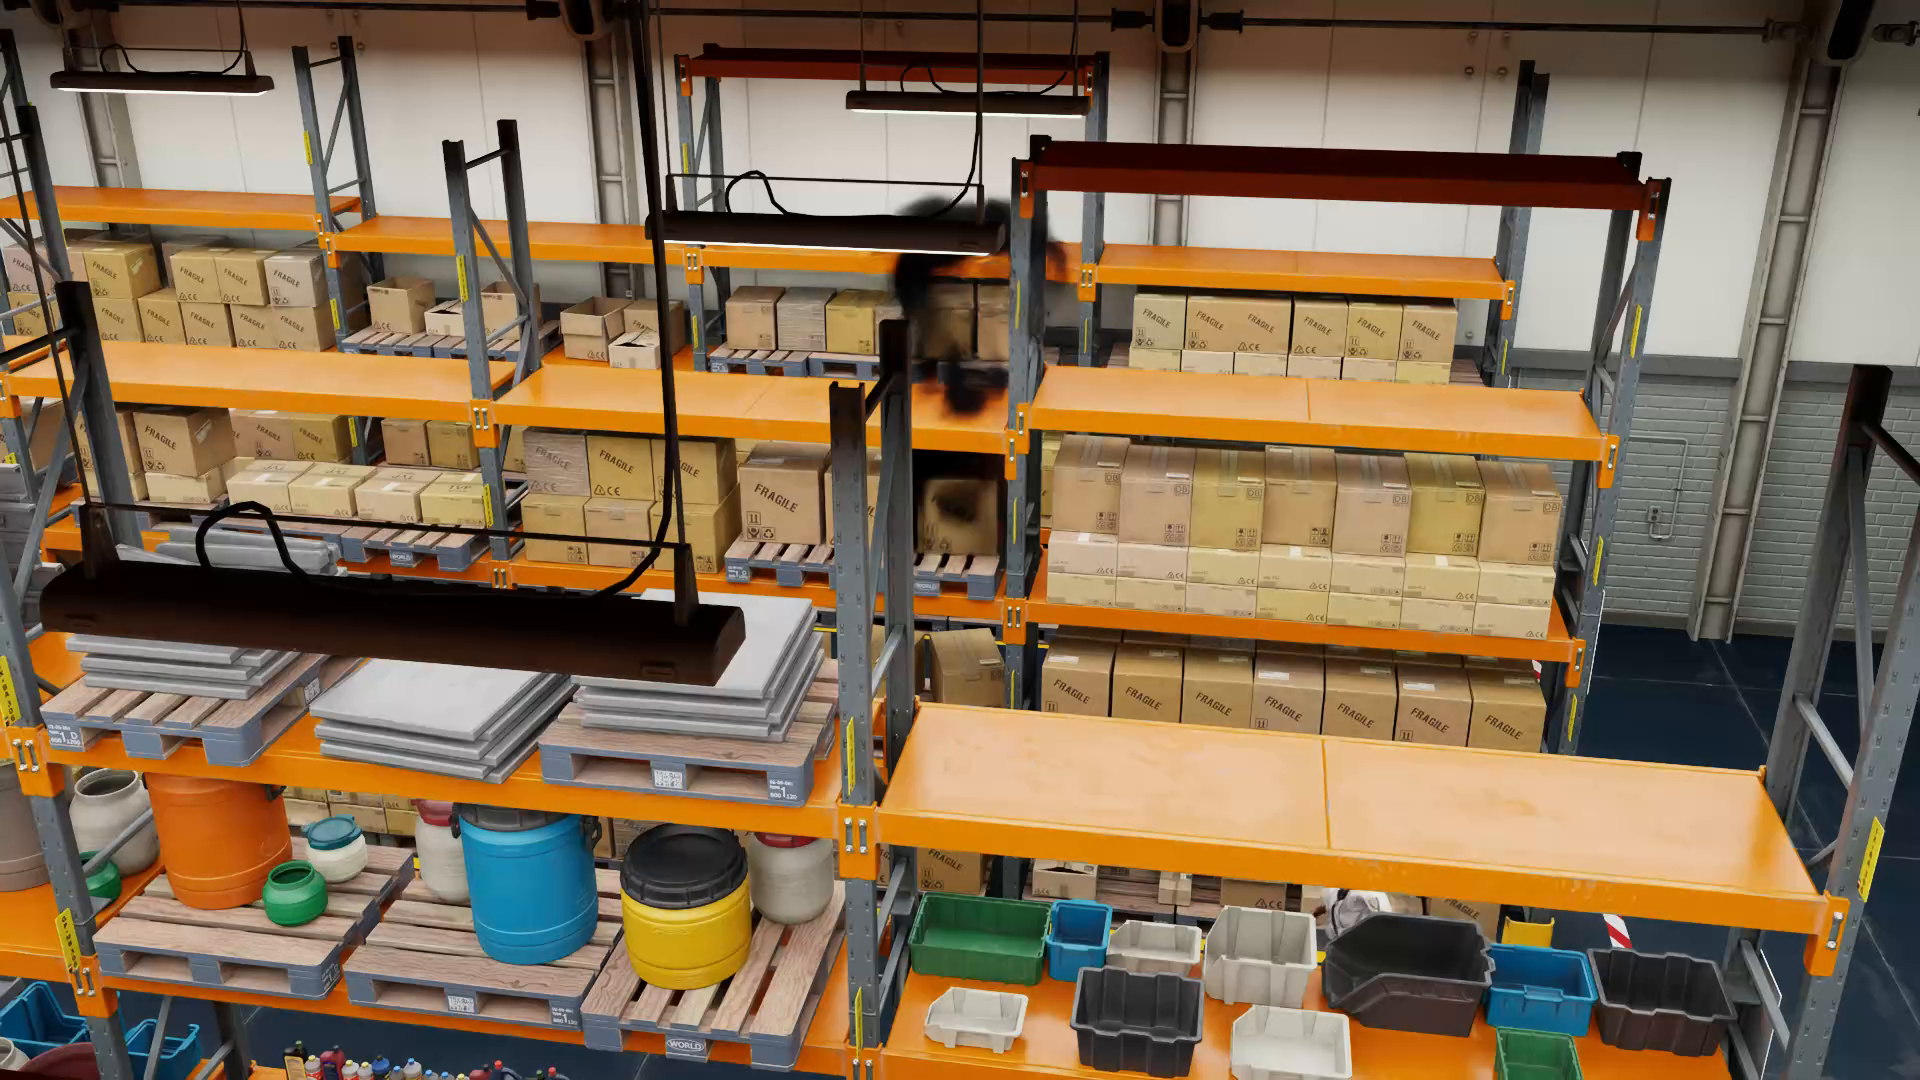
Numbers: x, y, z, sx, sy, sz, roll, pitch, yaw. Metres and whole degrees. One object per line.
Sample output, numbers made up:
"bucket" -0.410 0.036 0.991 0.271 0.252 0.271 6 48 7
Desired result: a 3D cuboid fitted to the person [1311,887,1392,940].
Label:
"person" 2.623 2.739 11.171 0.583 1.800 0.607 0 23 0
